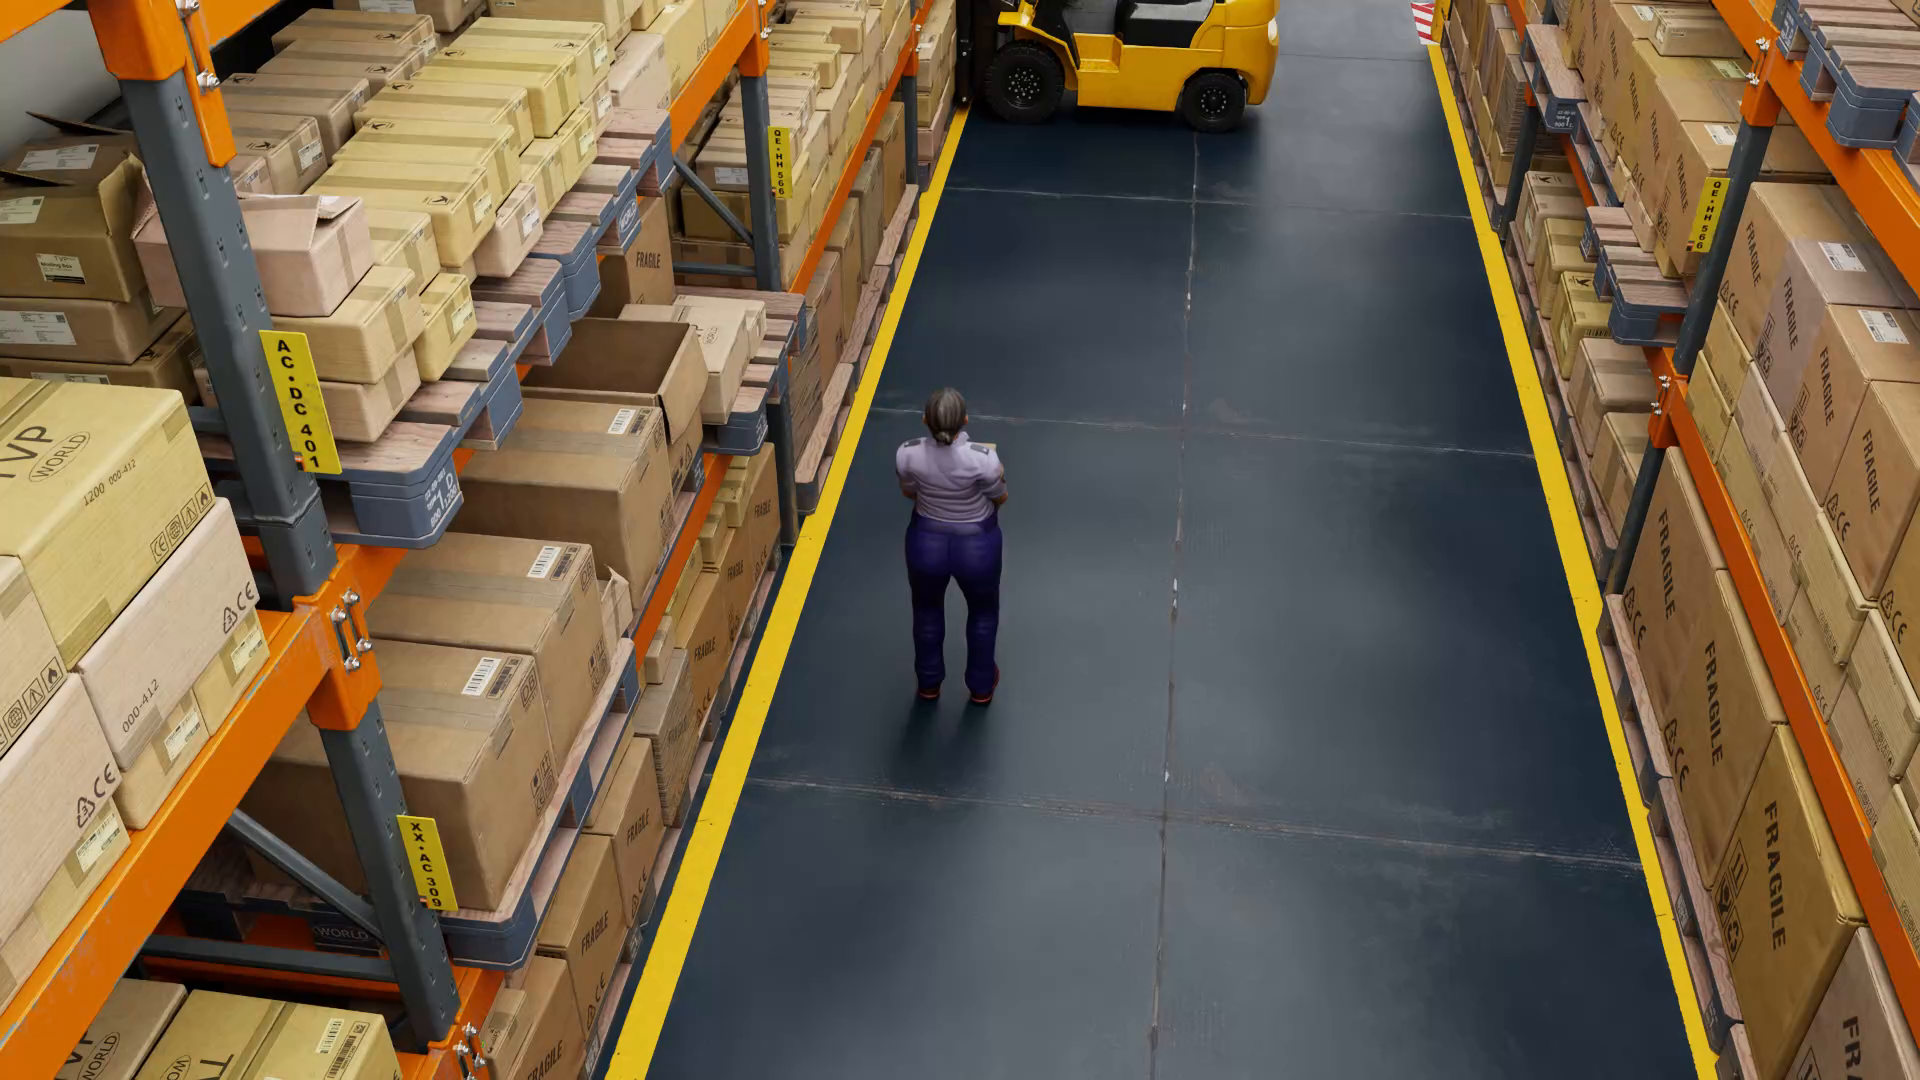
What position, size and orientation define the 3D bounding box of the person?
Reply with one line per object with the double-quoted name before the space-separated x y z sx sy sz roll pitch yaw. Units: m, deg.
"person" -0.022 -0.007 7.071 0.452 1.636 0.524 5 37 7
